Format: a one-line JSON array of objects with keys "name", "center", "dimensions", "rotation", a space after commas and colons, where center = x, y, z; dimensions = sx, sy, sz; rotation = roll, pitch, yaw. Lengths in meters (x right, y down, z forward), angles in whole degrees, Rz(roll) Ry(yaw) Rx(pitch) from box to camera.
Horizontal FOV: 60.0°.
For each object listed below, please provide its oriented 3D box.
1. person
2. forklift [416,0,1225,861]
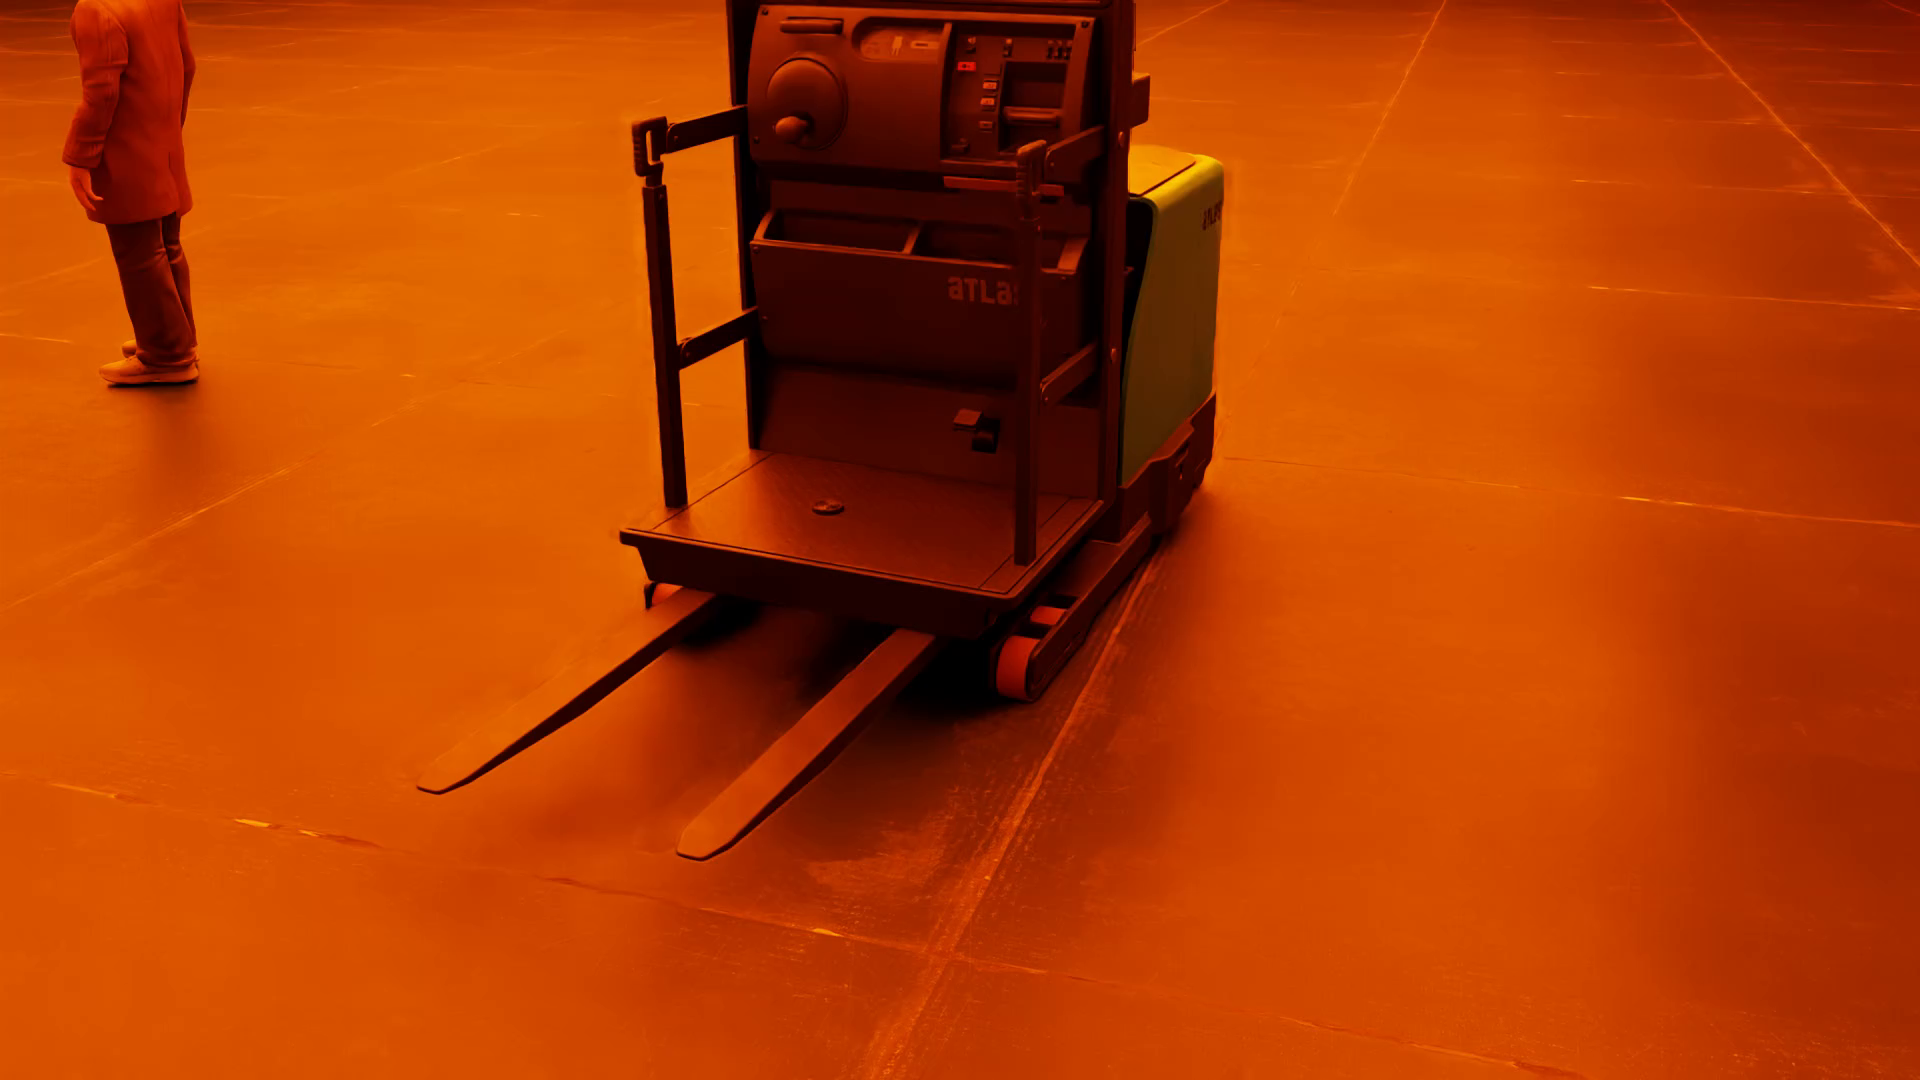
[{"name": "person", "center": [-3.232, -1.469, 6.329], "dimensions": [0.582, 1.776, 0.695], "rotation": [2, 23, 6]}, {"name": "forklift", "center": [-0.194, -1.135, 4.029], "dimensions": [1.130, 2.935, 3.031], "rotation": [9, 24, 21]}]
